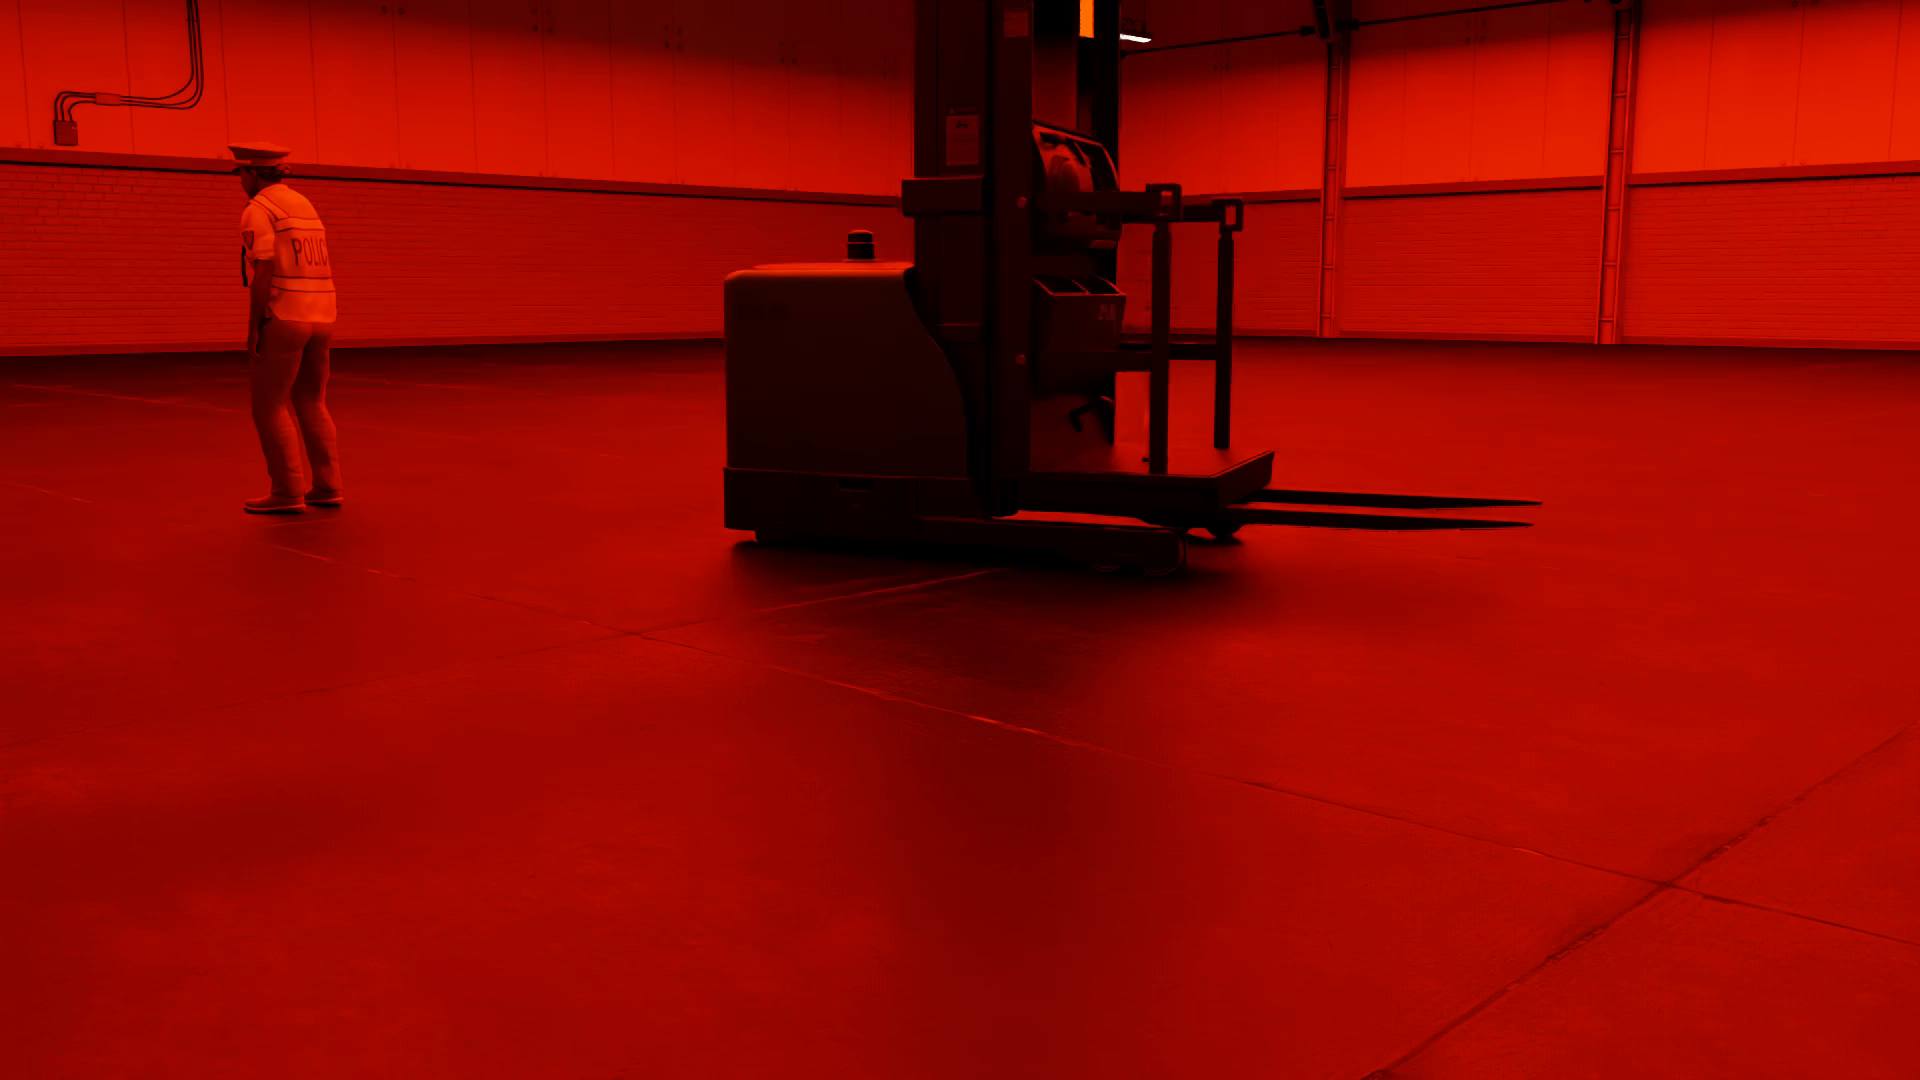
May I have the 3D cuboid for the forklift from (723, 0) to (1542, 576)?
[{"bbox_3d":[0.635,-1.412,6.248,3.031,2.935,1.130,3,9,22],"label":"forklift"}]

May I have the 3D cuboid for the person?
[{"bbox_3d":[-3.056,-0.963,7.558,0.397,1.656,0.514,3,9,17],"label":"person"}]
